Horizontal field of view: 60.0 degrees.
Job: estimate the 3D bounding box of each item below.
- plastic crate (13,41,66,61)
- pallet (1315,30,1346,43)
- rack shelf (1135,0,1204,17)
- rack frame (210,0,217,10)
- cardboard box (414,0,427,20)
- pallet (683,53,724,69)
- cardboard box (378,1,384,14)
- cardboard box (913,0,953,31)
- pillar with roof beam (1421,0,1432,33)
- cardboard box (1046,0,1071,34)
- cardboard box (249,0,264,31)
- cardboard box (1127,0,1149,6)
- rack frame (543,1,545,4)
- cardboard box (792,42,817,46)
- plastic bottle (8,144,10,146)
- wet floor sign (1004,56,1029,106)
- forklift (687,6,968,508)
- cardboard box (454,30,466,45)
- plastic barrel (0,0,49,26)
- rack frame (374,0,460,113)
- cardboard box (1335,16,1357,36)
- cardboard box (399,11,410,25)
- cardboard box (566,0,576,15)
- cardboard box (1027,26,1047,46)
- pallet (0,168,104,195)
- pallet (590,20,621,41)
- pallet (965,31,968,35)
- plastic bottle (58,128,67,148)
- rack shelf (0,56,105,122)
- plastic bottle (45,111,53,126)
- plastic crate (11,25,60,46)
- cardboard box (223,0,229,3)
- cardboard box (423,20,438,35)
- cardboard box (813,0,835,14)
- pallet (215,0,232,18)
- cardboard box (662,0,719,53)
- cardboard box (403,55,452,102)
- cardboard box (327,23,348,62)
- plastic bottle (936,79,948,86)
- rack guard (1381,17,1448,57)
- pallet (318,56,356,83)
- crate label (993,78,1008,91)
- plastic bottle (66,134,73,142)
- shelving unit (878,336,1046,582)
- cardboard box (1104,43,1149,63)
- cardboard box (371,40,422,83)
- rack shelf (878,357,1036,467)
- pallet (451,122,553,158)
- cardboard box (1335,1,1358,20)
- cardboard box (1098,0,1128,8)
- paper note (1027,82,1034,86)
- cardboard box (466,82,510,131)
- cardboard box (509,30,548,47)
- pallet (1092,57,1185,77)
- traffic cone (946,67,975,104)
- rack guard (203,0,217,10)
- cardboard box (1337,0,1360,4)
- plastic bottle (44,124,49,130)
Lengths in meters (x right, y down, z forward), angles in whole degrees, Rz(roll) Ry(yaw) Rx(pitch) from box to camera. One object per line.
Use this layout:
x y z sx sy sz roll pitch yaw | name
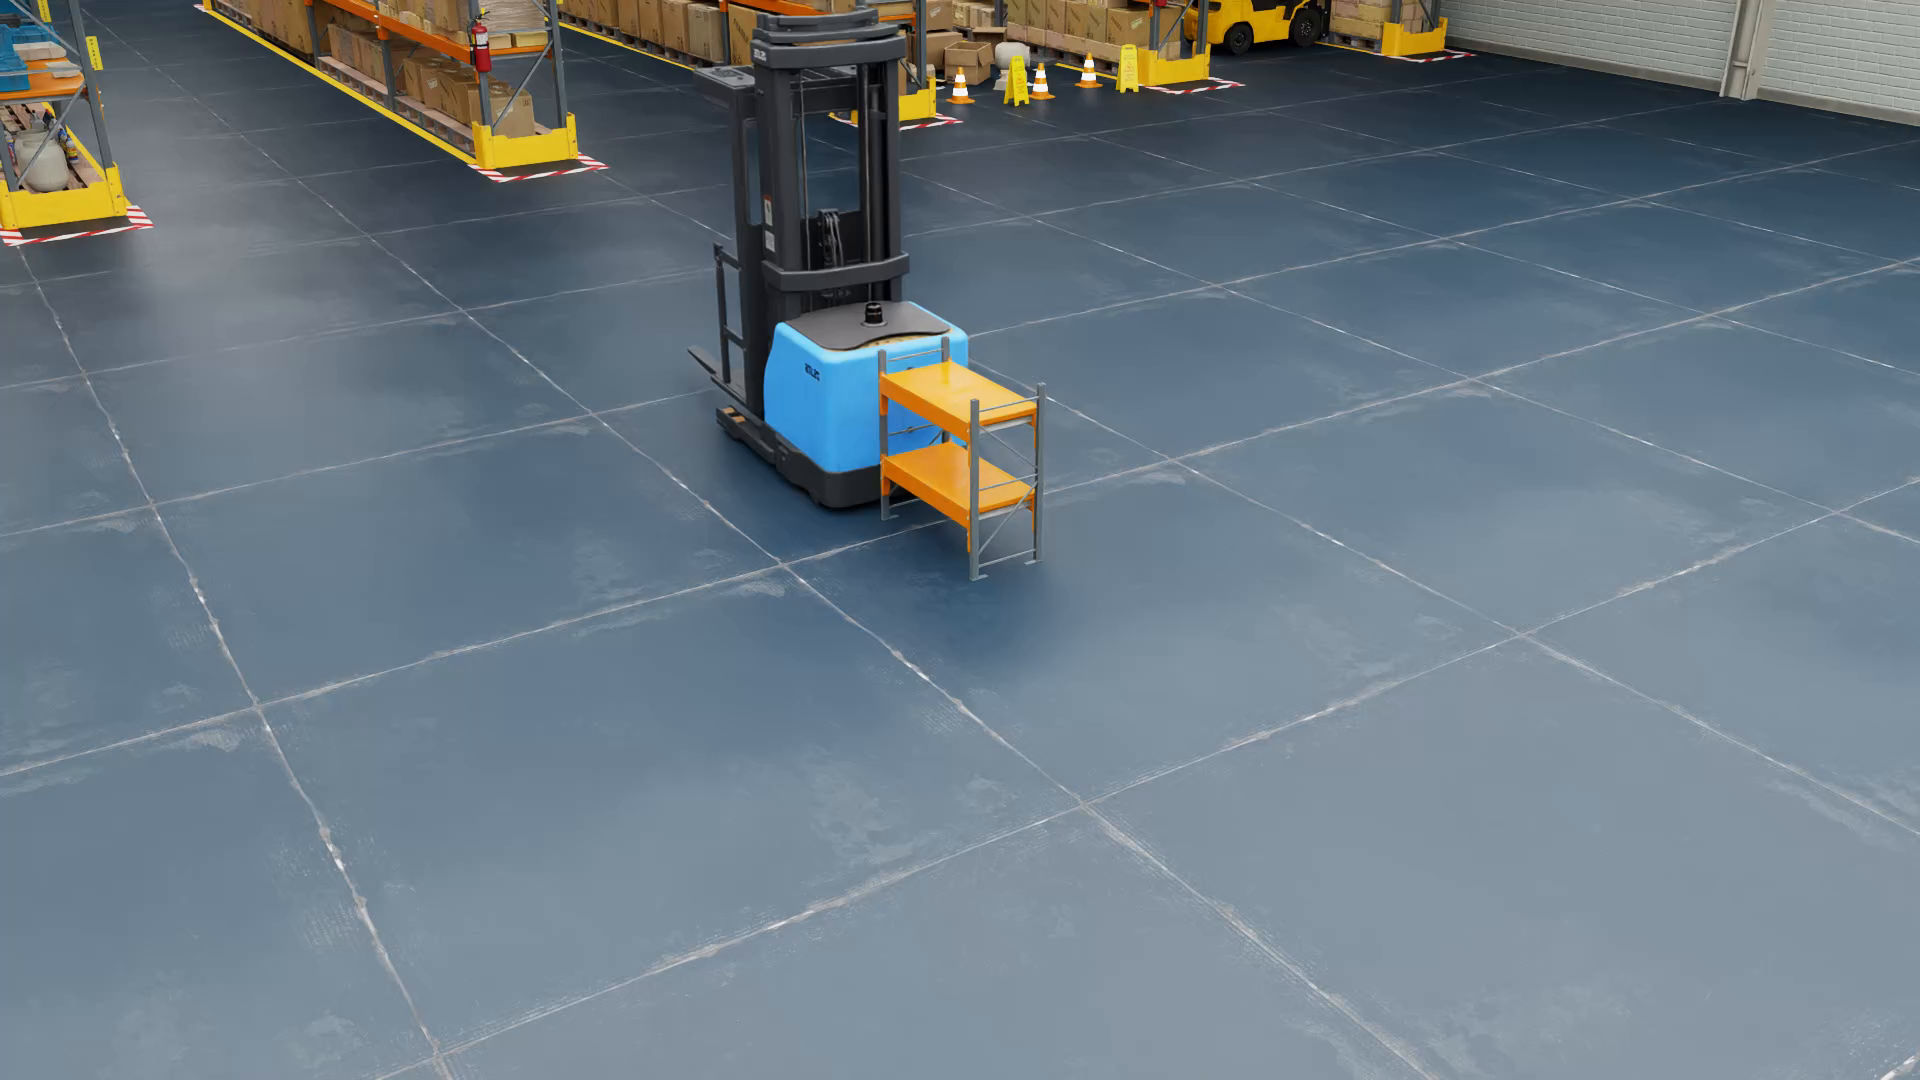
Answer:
-10.338 -5.478 18.650 0.530 0.136 0.437 -16 29 -30 | plastic crate
6.242 -8.749 28.536 1.003 0.211 1.213 -16 29 -30 | pallet
2.108 -8.542 25.674 1.077 0.370 4.000 -16 29 -30 | rack shelf
-13.838 -11.566 31.236 1.000 3.000 0.127 -16 29 -30 | rack frame
-6.254 -6.747 20.563 0.875 0.500 0.500 -16 29 -30 | cardboard box
-3.560 -7.391 25.658 1.003 0.211 1.213 -16 29 -30 | pallet
-7.421 -7.013 21.886 0.380 0.149 0.250 -16 29 -30 | cardboard box
-0.459 -8.369 26.507 0.500 0.500 0.500 -16 29 -30 | cardboard box
4.125 -11.479 24.025 9.100 9.000 0.400 -16 29 -30 | pillar with roof beam
1.696 -8.220 25.999 0.500 0.500 0.500 -14 29 -27 | cardboard box
-11.288 -9.140 28.094 1.225 0.875 0.875 -15 29 -29 | cardboard box
2.689 -7.985 25.502 0.500 0.500 0.500 -17 30 -31 | cardboard box
-7.443 -11.255 30.577 1.000 3.000 0.127 -16 29 -30 | rack frame
-1.800 -6.733 22.996 0.875 0.875 0.875 -16 30 -30 | cardboard box
-10.830 -4.425 18.873 0.097 0.201 0.097 0 25 0 | plastic bottle
0.782 -6.349 22.943 0.267 0.644 0.232 -22 33 -38 | wet floor sign
-1.088 -2.120 11.307 1.130 2.935 3.031 -13 28 -26 | forklift
-5.747 -5.950 19.635 0.380 0.149 0.250 -16 29 -30 | cardboard box
-11.394 -6.555 20.034 0.600 0.901 0.708 -16 29 -30 | plastic barrel
-7.287 -7.274 22.144 1.000 3.000 0.127 -16 29 -30 | rack frame
6.572 -8.531 27.537 0.500 0.250 0.500 -16 29 -30 | cardboard box
-6.890 -6.651 21.120 0.380 0.149 0.250 -16 29 -30 | cardboard box
-6.674 -9.615 29.540 0.500 0.500 0.500 -15 29 -29 | cardboard box
1.413 -8.067 26.554 0.500 0.250 0.500 -14 29 -27 | cardboard box
-9.773 -3.736 17.916 1.003 0.211 1.213 -16 29 -30 | pallet
-5.685 -8.843 28.735 1.003 0.211 1.213 -16 29 -30 | pallet
-0.080 -9.037 29.146 1.003 0.211 1.213 -16 29 -30 | pallet
-10.334 -4.606 19.173 0.097 0.271 0.097 0 25 0 | plastic bottle
-10.345 -5.079 18.337 1.077 0.370 4.000 -16 29 -30 | rack shelf
-10.739 -4.889 19.679 0.144 0.351 0.185 -17 30 -32 | plastic bottle
-10.605 -5.719 19.026 0.499 0.251 0.616 -16 29 -30 | plastic crate
-13.421 -10.584 31.154 0.875 0.875 0.875 -16 29 -30 | cardboard box
-6.339 -6.295 20.365 0.380 0.149 0.250 -16 29 -30 | cardboard box
-1.451 -7.344 22.118 0.875 0.550 0.550 -16 29 -30 | cardboard box
-13.336 -10.037 31.264 1.003 0.211 1.213 -16 29 -30 | pallet
-4.014 -8.113 26.065 1.050 0.750 0.750 -16 29 -30 | cardboard box
-7.102 -6.181 22.265 0.500 0.500 0.500 -17 30 -31 | cardboard box
-9.088 -7.538 25.116 0.700 0.500 0.500 -17 30 -32 | cardboard box
-0.334 -6.724 24.421 0.283 0.061 0.133 18 31 33 | plastic bottle
7.370 -8.171 26.974 1.175 0.500 0.348 -16 29 -30 | rack guard
-9.045 -7.163 25.177 1.003 0.211 1.213 -16 29 -30 | pallet
0.659 -6.597 24.065 0.298 0.136 0.250 12 28 24 | crate label
-10.090 -4.465 18.862 0.061 0.283 0.133 -15 29 -29 | plastic bottle
-0.004 -0.511 10.015 0.538 1.125 1.048 -16 29 -30 | shelving unit
2.520 -7.334 25.000 0.500 0.250 0.500 -16 29 -30 | cardboard box
-7.849 -6.742 23.430 0.700 0.500 0.500 -16 29 -30 | cardboard box
-0.004 -0.776 9.890 0.538 0.278 1.000 -16 29 -30 | rack shelf
-5.559 -4.908 20.399 1.003 0.211 1.213 -16 29 -30 | pallet
6.564 -8.766 27.449 0.500 0.250 0.500 -16 30 -30 | cardboard box
2.287 -8.073 24.927 0.380 0.149 0.250 -15 29 -28 | cardboard box
1.016 -6.684 24.373 0.142 0.019 0.148 18 31 33 | paper note
-5.785 -5.335 20.475 0.500 0.500 0.500 -8 26 -16 | cardboard box
-5.059 -5.887 19.500 0.380 0.149 0.250 -16 29 -30 | cardboard box
2.745 -7.217 25.291 1.003 0.211 1.213 -16 29 -30 | pallet
0.008 -6.336 23.130 0.336 0.463 0.334 -16 29 -30 | traffic cone
-13.851 -10.444 31.788 1.175 0.500 0.348 -16 29 -30 | rack guard
6.560 -8.982 27.321 0.500 0.250 0.500 -15 29 -29 | cardboard box
-10.634 -4.709 19.379 0.061 0.283 0.133 -16 29 -30 | plastic bottle
